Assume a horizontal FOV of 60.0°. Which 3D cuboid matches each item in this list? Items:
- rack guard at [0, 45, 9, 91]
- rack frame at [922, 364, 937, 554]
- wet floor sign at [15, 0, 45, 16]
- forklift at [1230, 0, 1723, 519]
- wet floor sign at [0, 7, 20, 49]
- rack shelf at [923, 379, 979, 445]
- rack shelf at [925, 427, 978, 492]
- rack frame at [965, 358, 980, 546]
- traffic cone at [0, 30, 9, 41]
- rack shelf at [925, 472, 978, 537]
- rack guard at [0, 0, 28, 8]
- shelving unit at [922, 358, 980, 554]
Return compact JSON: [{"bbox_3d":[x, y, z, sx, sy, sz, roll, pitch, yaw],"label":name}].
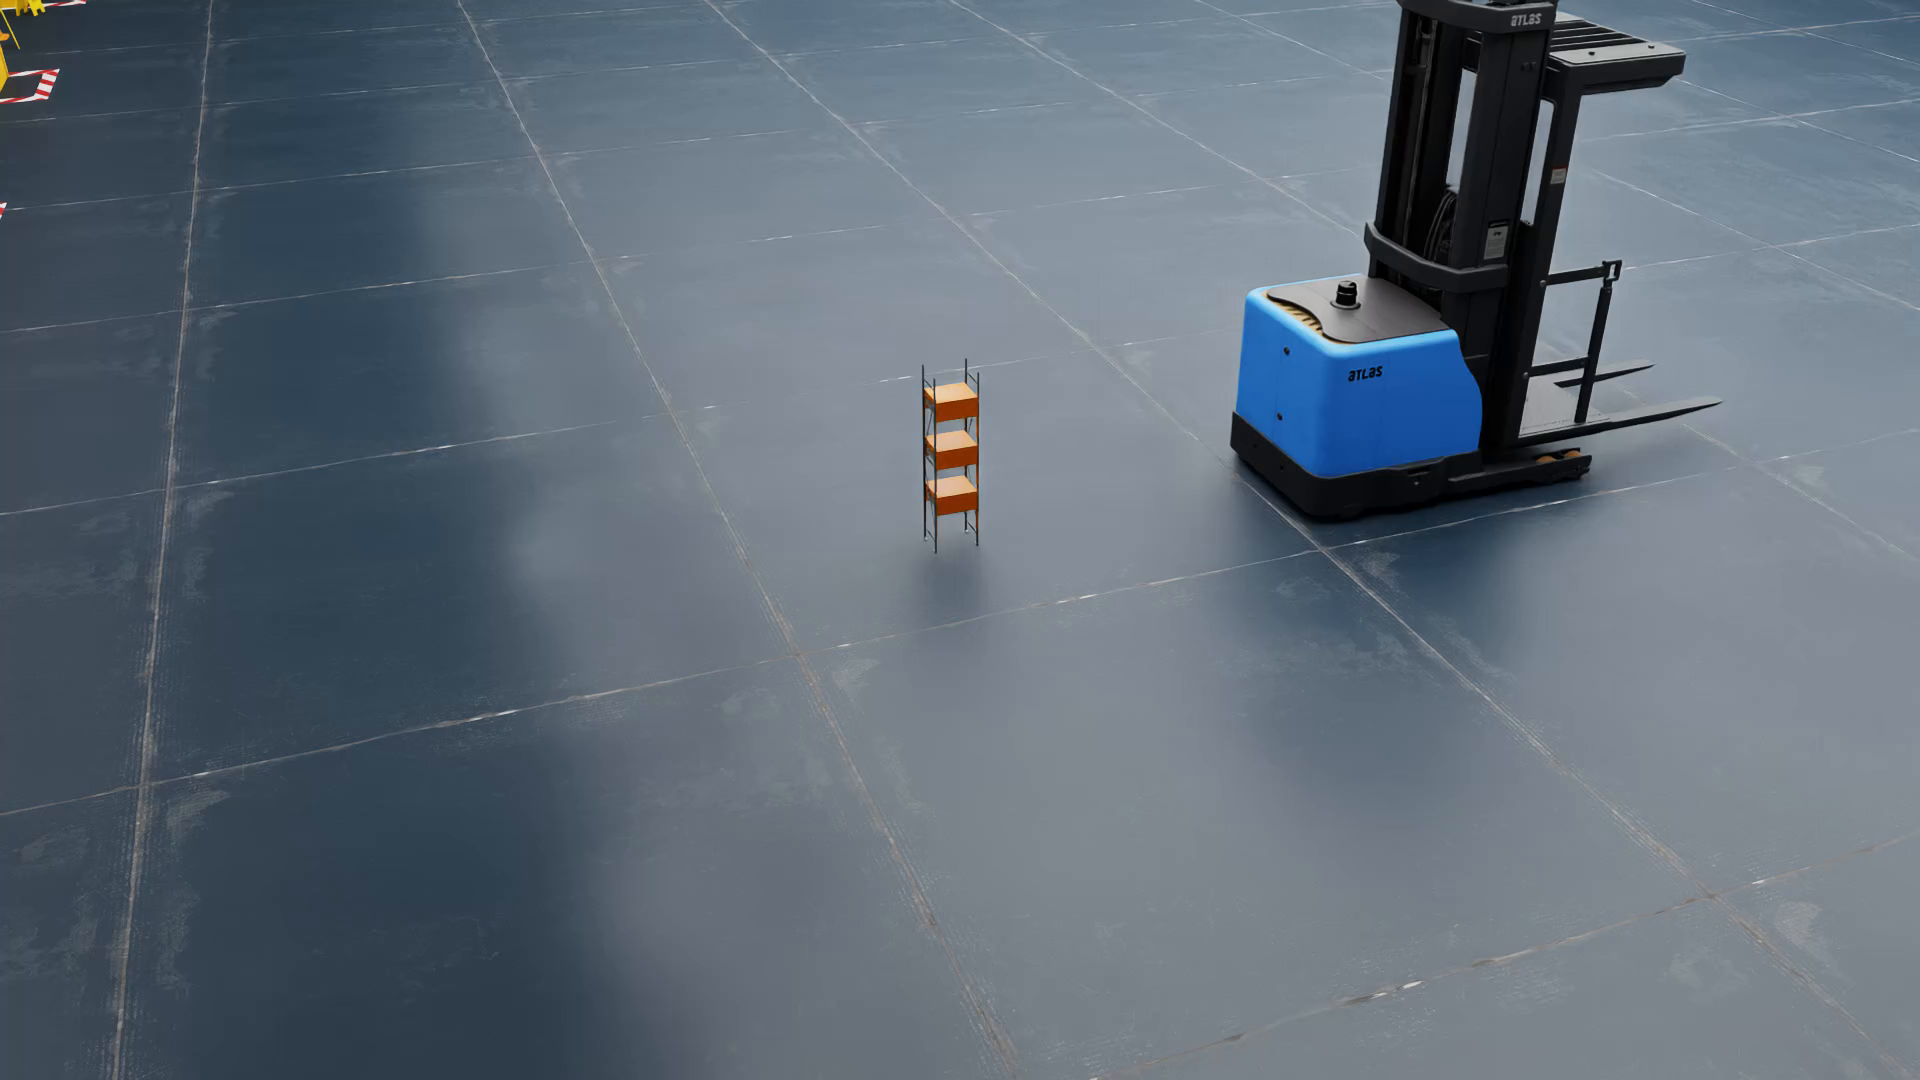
[{"bbox_3d":[-10.374,-5.015,17.580,0.348,0.500,1.175,-10,31,-18],"label":"rack guard"},{"bbox_3d":[-0.164,-0.426,8.970,0.008,1.050,0.200,-10,31,-18],"label":"rack frame"},{"bbox_3d":[-11.666,-6.889,20.723,0.232,0.644,0.267,0,30,0],"label":"wet floor sign"},{"bbox_3d":[3.219,-1.836,9.545,3.031,2.935,1.130,-11,31,-18],"label":"forklift"},{"bbox_3d":[-11.060,-5.997,19.158,0.232,0.644,0.267,-16,33,-26],"label":"wet floor sign"},{"bbox_3d":[-0.050,-0.684,8.871,0.240,0.259,0.215,-10,31,-18],"label":"rack shelf"},{"bbox_3d":[-0.050,-0.438,9.012,0.240,0.259,0.215,-10,31,-18],"label":"rack shelf"},{"bbox_3d":[0.064,-0.468,9.043,0.008,1.050,0.200,-10,31,-18],"label":"rack frame"},{"bbox_3d":[-11.465,-6.145,19.600,0.334,0.463,0.336,-10,31,-18],"label":"traffic cone"},{"bbox_3d":[-0.050,-0.196,9.149,0.240,0.259,0.215,-10,31,-18],"label":"rack shelf"},{"bbox_3d":[-12.289,-7.277,21.550,0.348,0.500,1.175,-10,31,-18],"label":"rack guard"},{"bbox_3d":[-0.050,-0.447,9.006,0.252,1.050,0.215,-10,31,-18],"label":"shelving unit"}]
